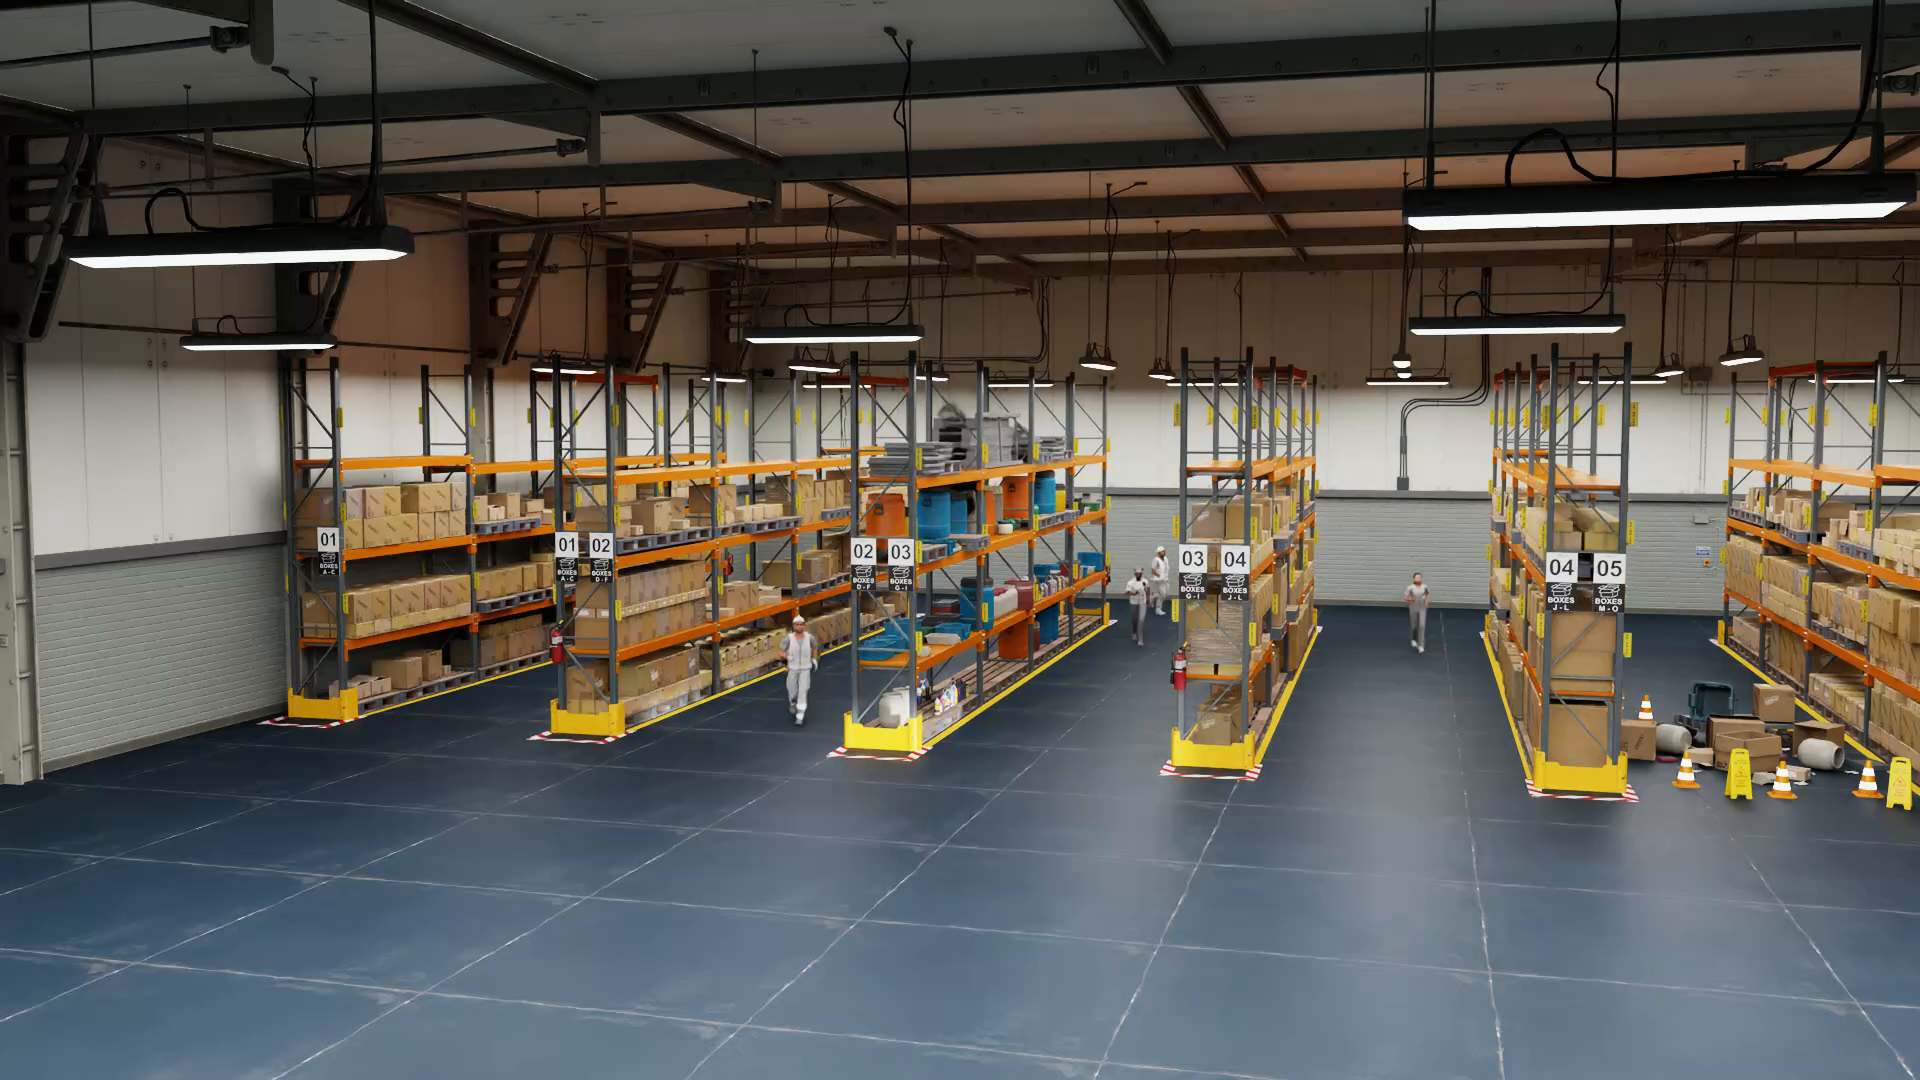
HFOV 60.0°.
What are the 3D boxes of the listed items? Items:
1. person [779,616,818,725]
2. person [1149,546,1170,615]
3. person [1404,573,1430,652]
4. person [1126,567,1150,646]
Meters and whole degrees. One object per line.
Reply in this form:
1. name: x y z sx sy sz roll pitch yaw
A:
1. person: -2.643 2.120 27.270 0.658 1.758 0.790 -1 4 -9
2. person: 5.083 1.026 42.370 0.676 1.745 0.696 3 5 39
3. person: 9.806 1.522 35.651 0.571 1.654 0.950 0 4 7
4. person: 3.940 1.439 36.798 0.558 1.711 0.901 0 4 4
